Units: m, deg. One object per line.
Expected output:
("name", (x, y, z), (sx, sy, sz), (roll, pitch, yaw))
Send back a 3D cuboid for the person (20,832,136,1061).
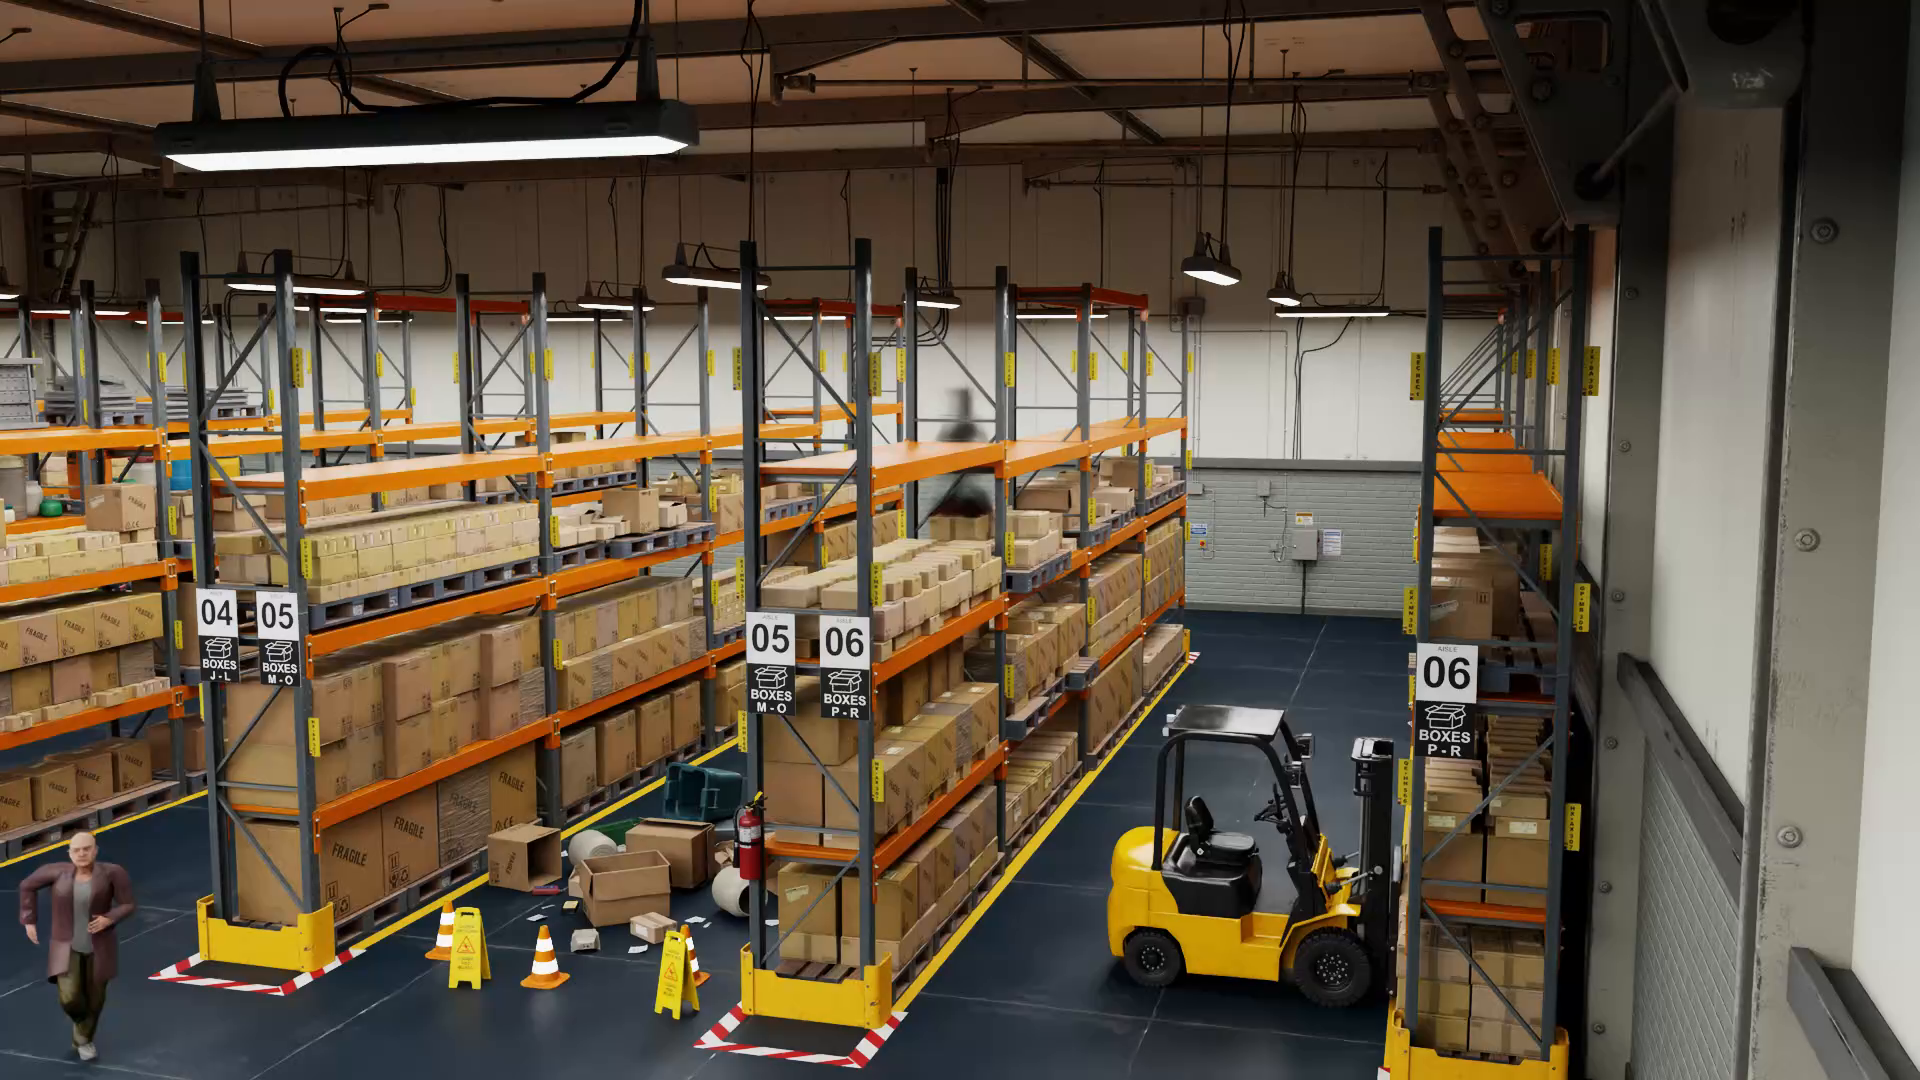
("person", (-6.366, 2.964, 12.023), (0.759, 1.729, 0.749), (-3, 7, -26))
